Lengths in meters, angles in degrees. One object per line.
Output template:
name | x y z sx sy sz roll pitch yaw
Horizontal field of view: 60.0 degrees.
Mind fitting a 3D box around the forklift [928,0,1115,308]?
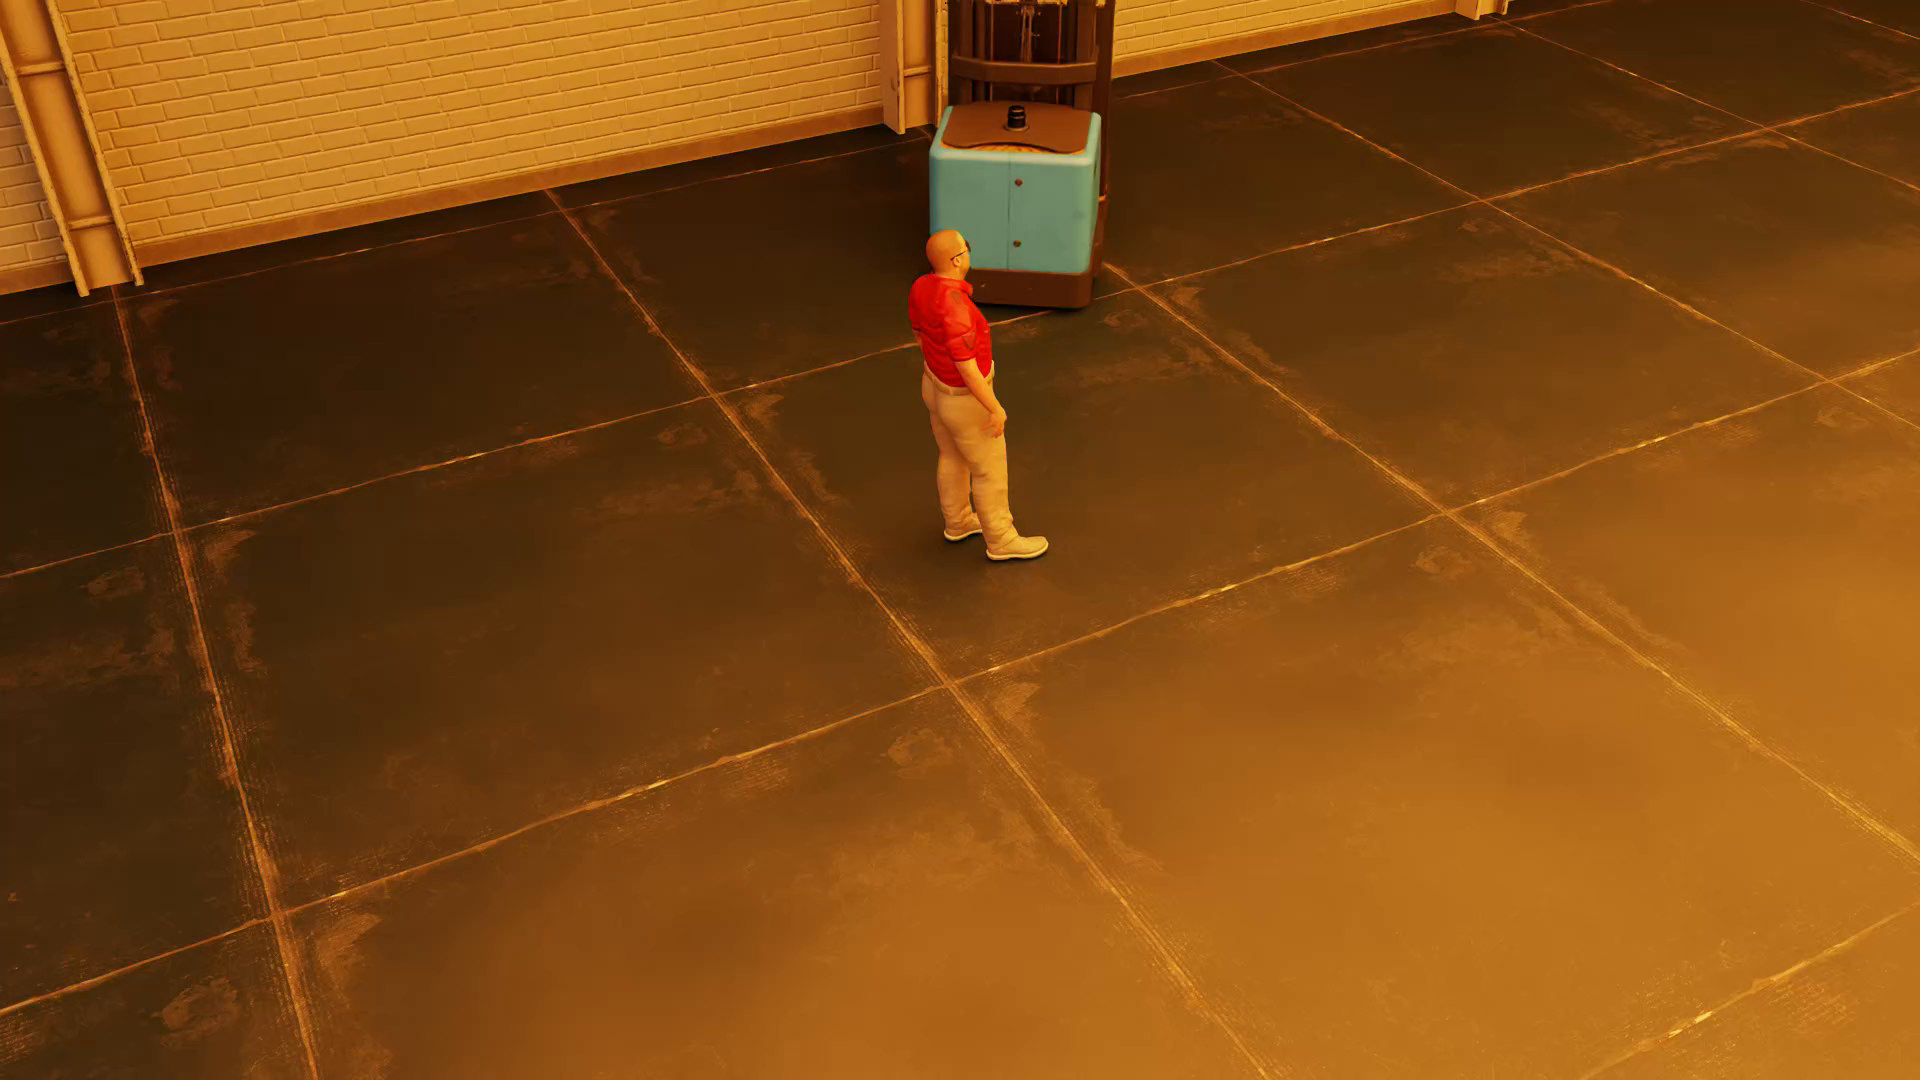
forklift | 0.497 -3.517 11.098 1.130 2.935 3.031 4 35 6

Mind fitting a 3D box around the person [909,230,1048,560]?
person | 0.085 -0.729 8.185 0.551 1.727 0.640 -17 39 -23
